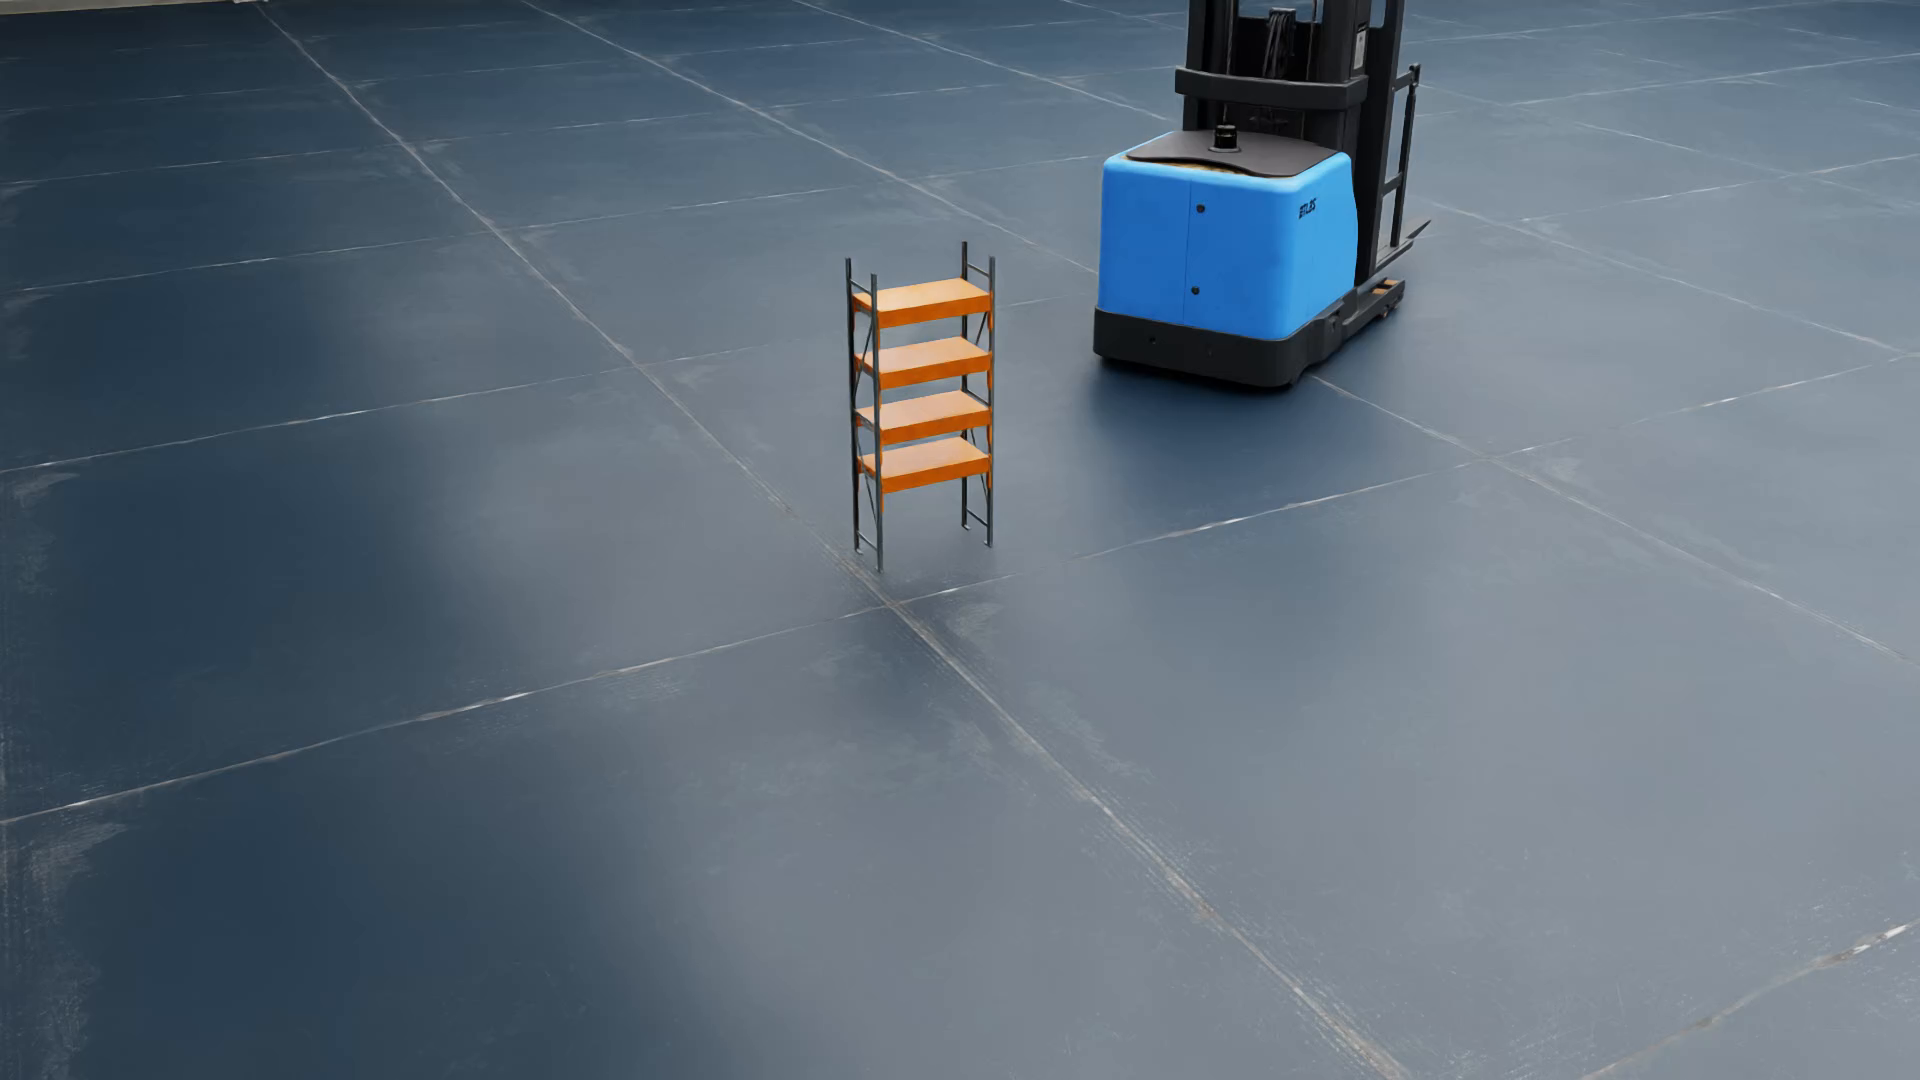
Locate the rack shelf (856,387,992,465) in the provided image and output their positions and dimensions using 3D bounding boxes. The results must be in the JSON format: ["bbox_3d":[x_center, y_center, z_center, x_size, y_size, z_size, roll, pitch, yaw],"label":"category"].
[{"bbox_3d":[-0.146,-0.447,6.449,0.480,0.148,0.258,-13,29,-25],"label":"rack shelf"}]

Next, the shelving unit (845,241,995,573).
[{"bbox_3d":[-0.146,-0.507,6.420,0.503,1.200,0.258,-13,29,-25],"label":"shelving unit"}]

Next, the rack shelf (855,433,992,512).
[{"bbox_3d":[-0.146,-0.268,6.535,0.480,0.148,0.258,-13,29,-25],"label":"rack shelf"}]

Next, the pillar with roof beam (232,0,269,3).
[{"bbox_3d":[-6.856,-9.163,15.437,0.400,9.000,9.100,-13,29,-25],"label":"pillar with roof beam"}]

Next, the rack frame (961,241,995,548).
[{"bbox_3d":[0.069,-0.557,6.524,0.015,1.200,0.240,-13,29,-25],"label":"rack frame"}]

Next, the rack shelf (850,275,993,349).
[{"bbox_3d":[-0.146,-0.861,6.250,0.480,0.148,0.258,-13,29,-25],"label":"rack shelf"}]

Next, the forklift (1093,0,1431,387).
[{"bbox_3d":[1.887,-2.664,8.912,1.130,2.935,3.031,15,29,28],"label":"forklift"}]

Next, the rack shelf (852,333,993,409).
[{"bbox_3d":[-0.146,-0.648,6.352,0.480,0.148,0.258,-13,29,-25],"label":"rack shelf"}]

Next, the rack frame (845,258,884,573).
[{"bbox_3d":[-0.361,-0.457,6.317,0.015,1.200,0.240,-13,29,-25],"label":"rack frame"}]
